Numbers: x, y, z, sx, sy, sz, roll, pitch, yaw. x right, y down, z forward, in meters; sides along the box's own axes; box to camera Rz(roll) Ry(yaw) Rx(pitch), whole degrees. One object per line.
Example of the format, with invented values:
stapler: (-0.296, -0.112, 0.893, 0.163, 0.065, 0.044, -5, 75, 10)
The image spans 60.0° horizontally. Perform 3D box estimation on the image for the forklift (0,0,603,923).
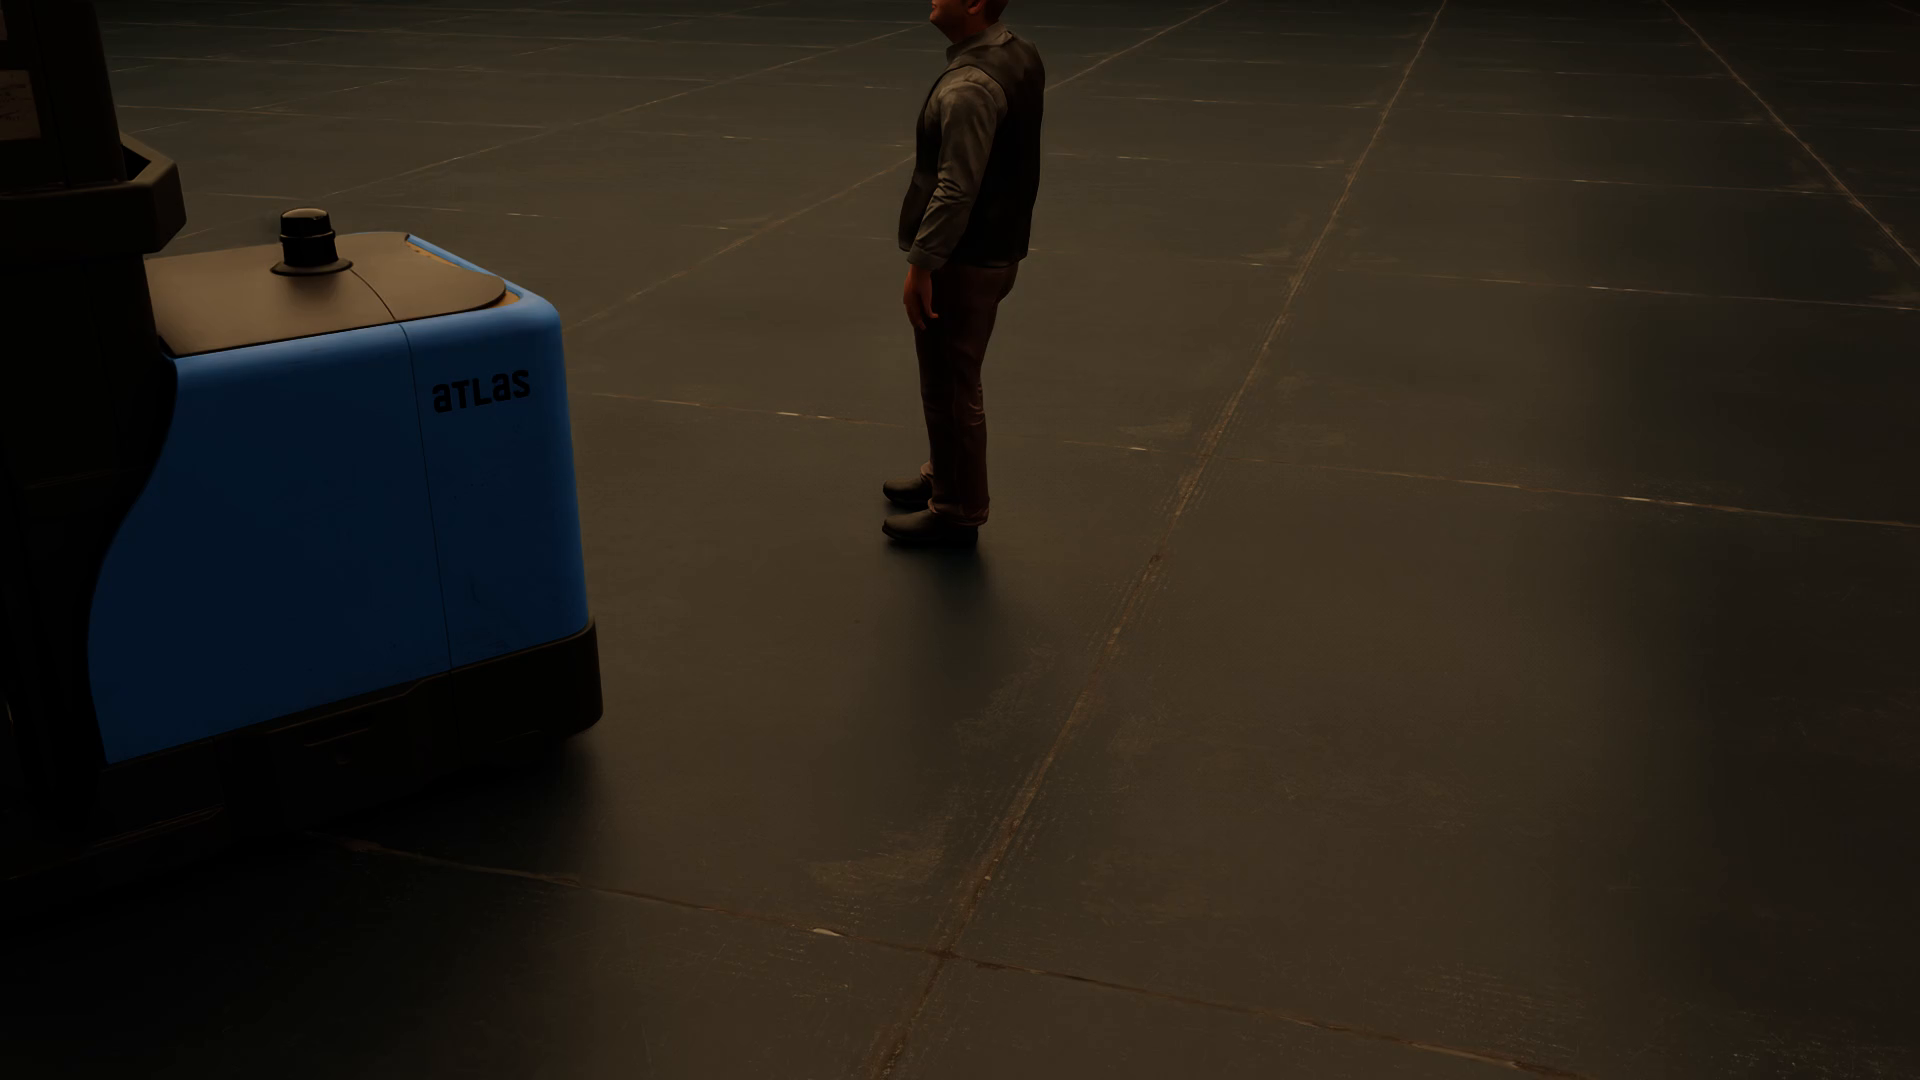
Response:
forklift: (-2.330, -0.681, 2.929, 3.031, 2.935, 1.130, -16, 27, -33)

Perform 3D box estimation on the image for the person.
person: (-0.065, -0.813, 4.815, 0.551, 1.721, 0.633, 7, 23, 16)
